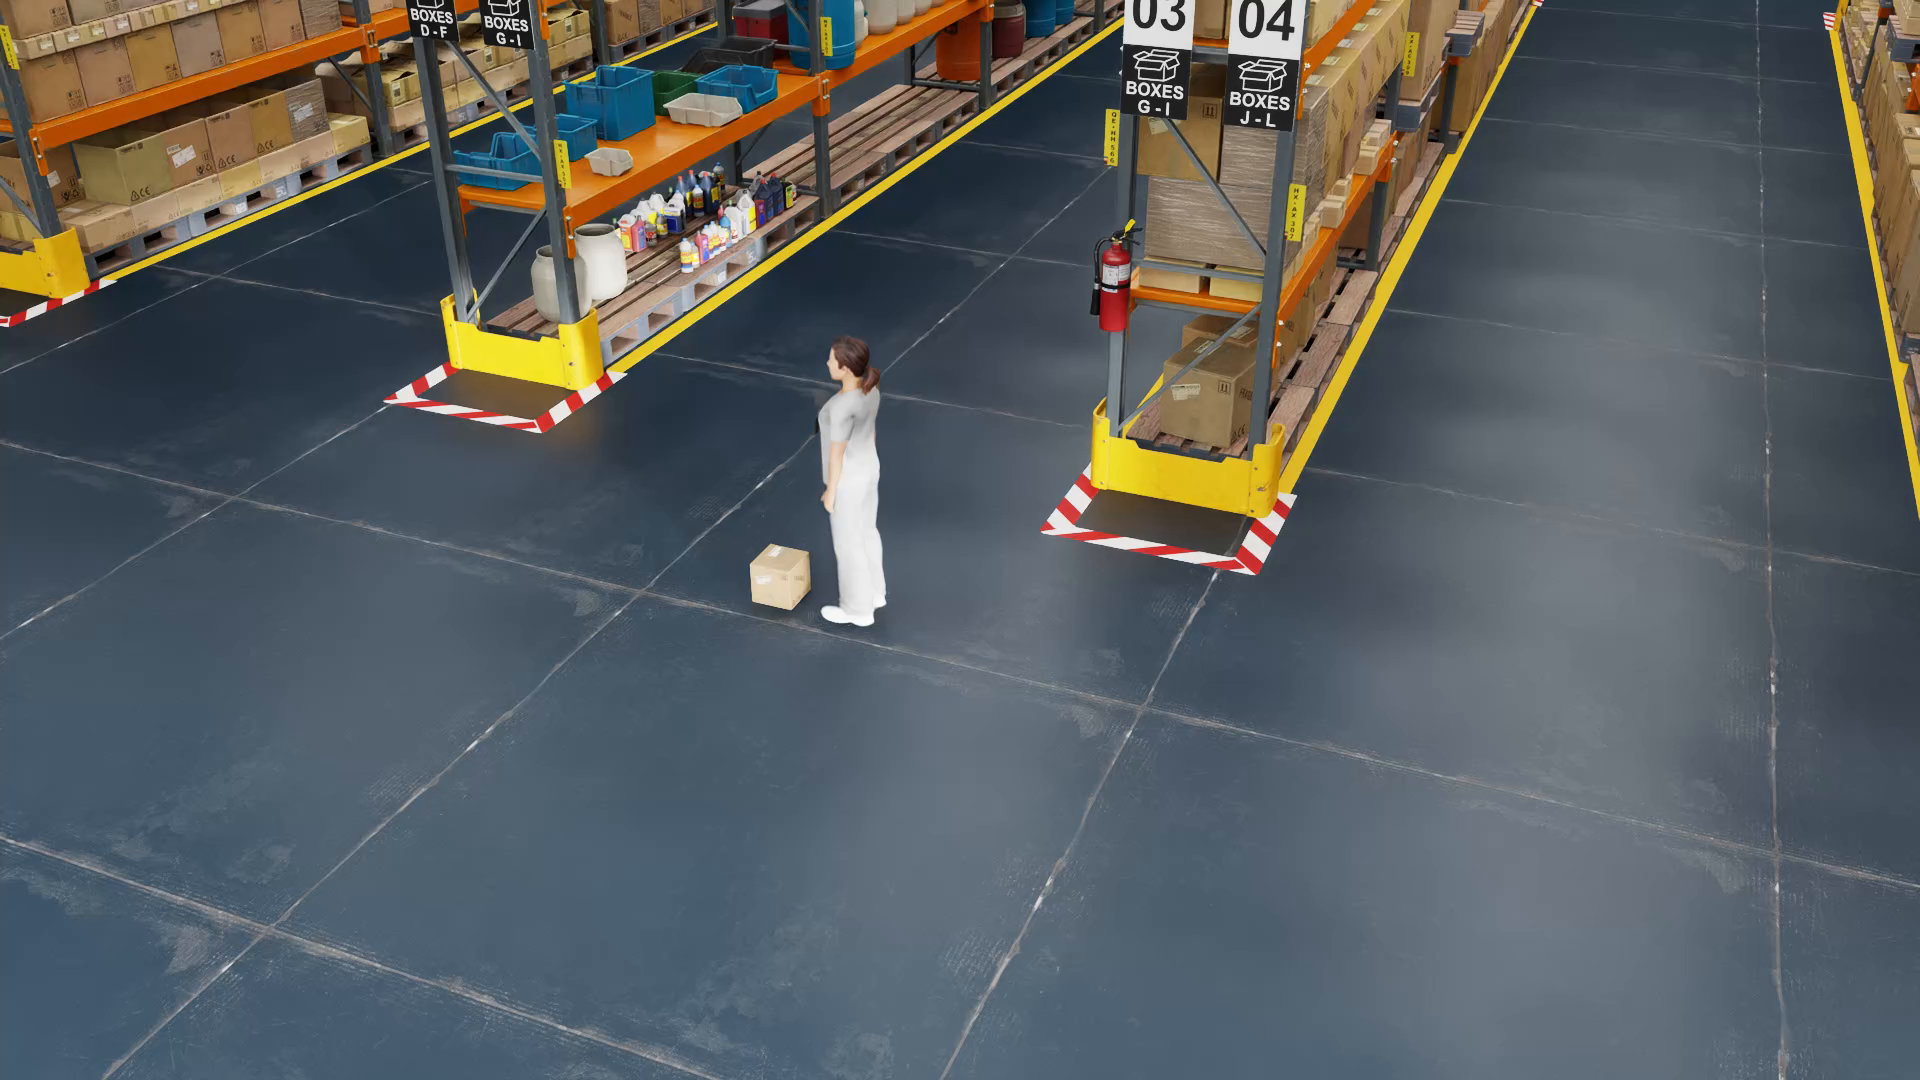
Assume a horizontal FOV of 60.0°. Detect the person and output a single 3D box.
[{"bbox_3d":[-0.580,-0.305,8.951,0.361,1.698,0.440,12,32,20],"label":"person"}]
